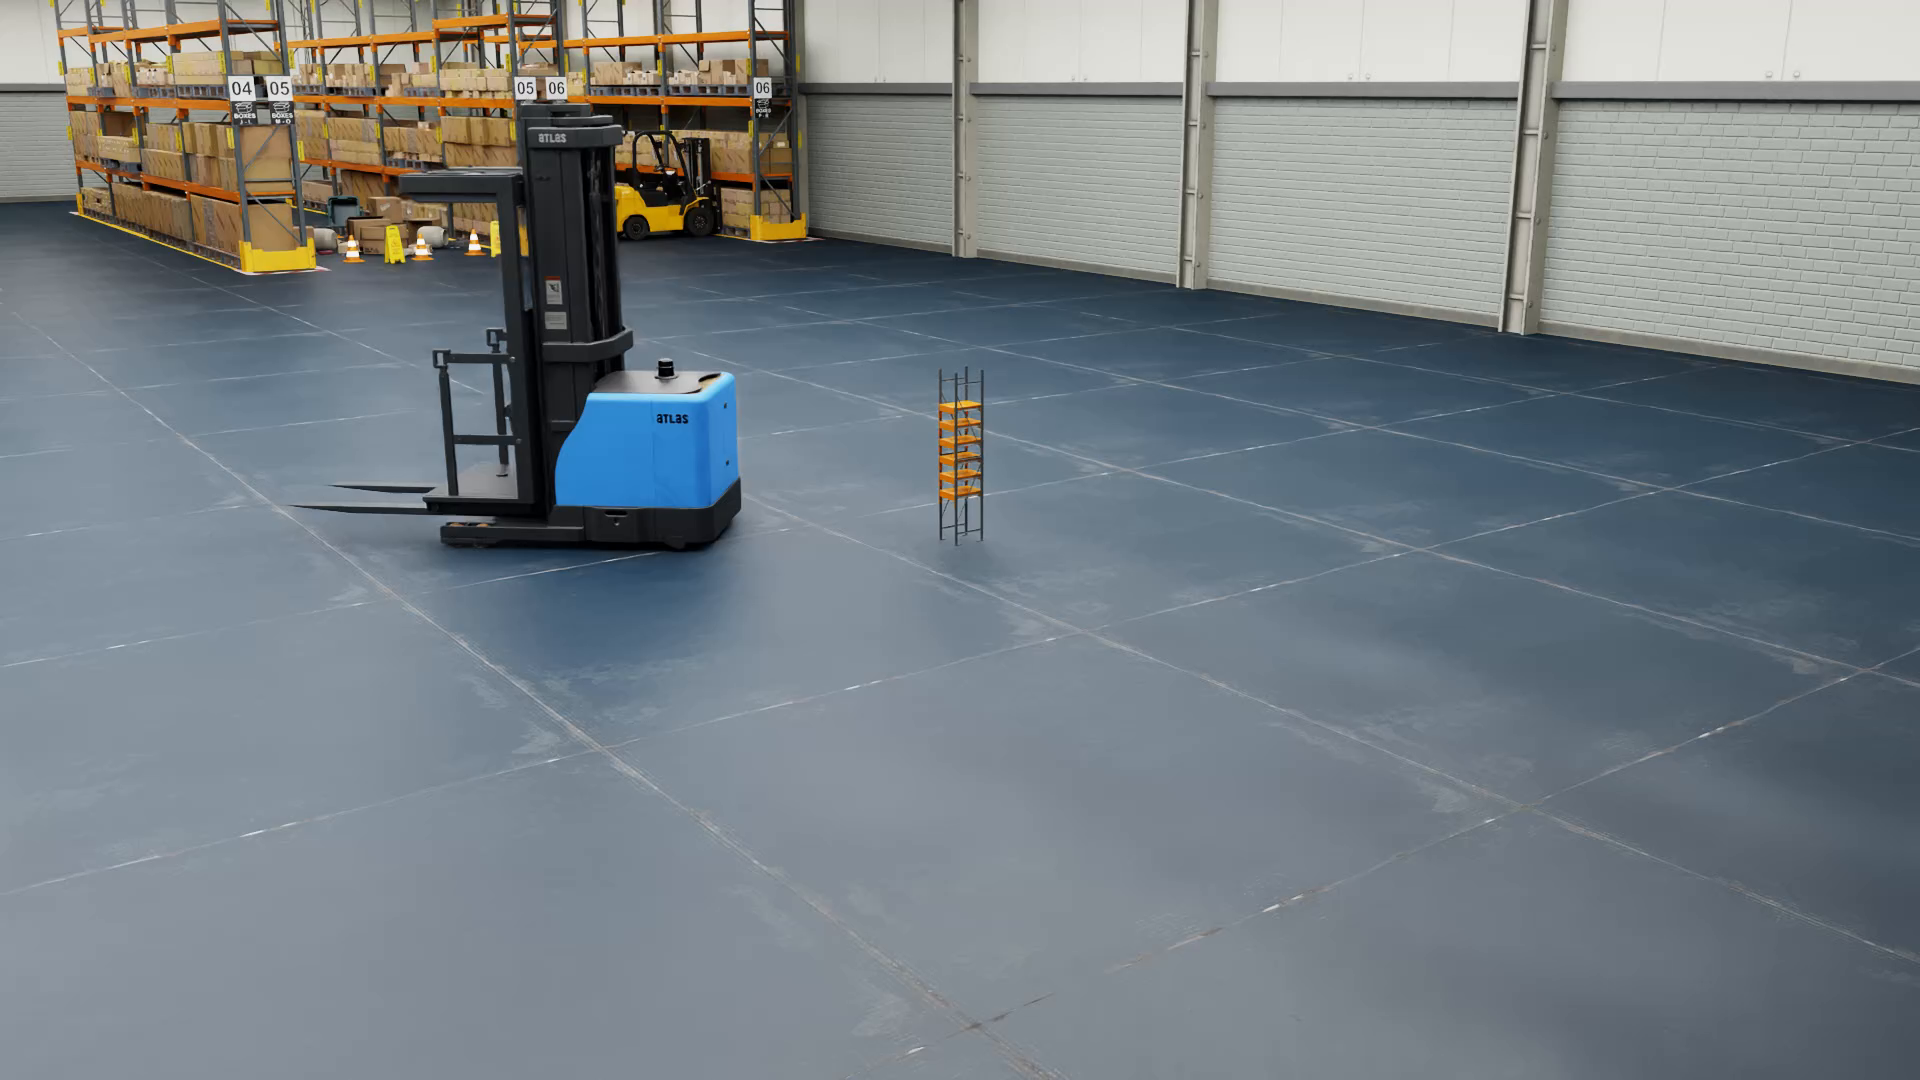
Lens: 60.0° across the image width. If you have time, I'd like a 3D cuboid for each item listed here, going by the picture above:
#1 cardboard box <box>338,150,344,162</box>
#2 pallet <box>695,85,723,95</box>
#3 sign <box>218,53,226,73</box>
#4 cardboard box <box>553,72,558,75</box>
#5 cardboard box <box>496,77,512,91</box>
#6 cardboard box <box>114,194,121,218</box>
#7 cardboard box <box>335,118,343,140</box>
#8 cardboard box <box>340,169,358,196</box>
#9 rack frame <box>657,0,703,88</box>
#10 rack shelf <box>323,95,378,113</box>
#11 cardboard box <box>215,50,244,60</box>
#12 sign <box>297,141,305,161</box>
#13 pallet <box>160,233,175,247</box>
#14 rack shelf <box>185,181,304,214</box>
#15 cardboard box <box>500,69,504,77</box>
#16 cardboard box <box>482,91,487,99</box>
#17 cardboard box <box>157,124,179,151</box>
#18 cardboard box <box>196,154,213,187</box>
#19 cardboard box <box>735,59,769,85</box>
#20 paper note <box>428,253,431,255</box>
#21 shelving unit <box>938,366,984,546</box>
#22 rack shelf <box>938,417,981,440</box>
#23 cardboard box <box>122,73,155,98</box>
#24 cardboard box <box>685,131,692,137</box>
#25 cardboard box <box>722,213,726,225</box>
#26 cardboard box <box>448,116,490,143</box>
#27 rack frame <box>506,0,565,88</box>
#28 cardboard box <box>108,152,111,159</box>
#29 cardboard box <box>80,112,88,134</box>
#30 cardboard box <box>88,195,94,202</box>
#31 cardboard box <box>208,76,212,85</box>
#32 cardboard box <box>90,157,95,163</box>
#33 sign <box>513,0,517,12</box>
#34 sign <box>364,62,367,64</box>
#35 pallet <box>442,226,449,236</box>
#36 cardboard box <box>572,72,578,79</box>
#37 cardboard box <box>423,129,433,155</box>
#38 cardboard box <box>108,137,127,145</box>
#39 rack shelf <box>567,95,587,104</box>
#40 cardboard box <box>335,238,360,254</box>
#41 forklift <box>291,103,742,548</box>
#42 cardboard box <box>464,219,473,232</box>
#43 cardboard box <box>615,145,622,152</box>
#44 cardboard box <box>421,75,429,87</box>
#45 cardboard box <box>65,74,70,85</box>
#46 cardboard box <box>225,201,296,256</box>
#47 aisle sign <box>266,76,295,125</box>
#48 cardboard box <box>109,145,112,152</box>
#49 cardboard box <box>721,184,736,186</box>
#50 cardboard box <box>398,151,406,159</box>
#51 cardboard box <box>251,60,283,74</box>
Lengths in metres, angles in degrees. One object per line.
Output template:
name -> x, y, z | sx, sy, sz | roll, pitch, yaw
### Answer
cardboard box -> -14.469, -9.139, 39.570 | 0.500, 0.250, 0.500 | -11, 19, -36
pallet -> -4.867, -9.485, 35.036 | 1.003, 0.211, 1.213 | -11, 19, -35
sign -> -12.155, -7.859, 27.398 | 0.100, 0.325, 0.005 | -11, 19, -35
cardboard box -> -10.033, -11.496, 41.143 | 0.380, 0.149, 0.250 | -11, 19, -34
cardboard box -> -8.282, -8.480, 30.914 | 0.500, 0.250, 0.500 | -11, 19, -35
cardboard box -> -18.544, -7.465, 37.107 | 0.500, 0.500, 0.500 | -10, 18, -32
cardboard box -> -14.471, -9.744, 39.413 | 0.500, 0.500, 0.500 | -11, 19, -35
cardboard box -> -14.390, -8.514, 40.232 | 0.875, 0.875, 0.875 | -10, 18, -33
rack frame -> -6.103, -11.413, 36.230 | 1.000, 3.000, 0.127 | -11, 19, -35
rack shelf -> -13.643, -10.129, 38.584 | 1.077, 0.370, 4.000 | -11, 19, -35
cardboard box -> -12.181, -8.085, 27.731 | 0.380, 0.149, 0.250 | -11, 19, -34
sign -> -11.256, -6.645, 28.383 | 0.100, 0.325, 0.005 | -11, 19, -35
pallet -> -15.296, -6.027, 33.198 | 1.003, 0.211, 1.213 | -11, 19, -35
rack shelf -> -12.884, -6.184, 29.853 | 1.077, 0.370, 4.000 | -11, 19, -35
cardboard box -> -8.322, -8.692, 30.935 | 0.380, 0.149, 0.250 | -10, 18, -34
cardboard box -> -8.930, -8.530, 31.855 | 0.380, 0.149, 0.250 | -11, 19, -36
cardboard box -> -15.554, -8.029, 33.145 | 0.700, 0.500, 0.500 | -11, 19, -35
cardboard box -> -13.269, -6.706, 30.113 | 0.875, 0.550, 0.550 | -11, 19, -35
cardboard box -> -4.208, -9.468, 33.631 | 0.500, 0.500, 0.500 | -10, 18, -33
paper note -> -9.929, -5.355, 31.084 | 0.142, 0.019, 0.148 | 10, 18, 33
shelving unit -> 0.009, -0.576, 11.406 | 0.258, 1.200, 0.189 | -11, 19, -35
rack shelf -> 0.009, -0.764, 11.355 | 0.258, 0.103, 0.180 | -11, 19, -35
cardboard box -> -16.953, -9.390, 34.331 | 0.500, 0.500, 0.500 | -11, 19, -35
cardboard box -> -5.703, -8.744, 35.861 | 0.380, 0.149, 0.250 | -10, 18, -33
cardboard box -> -4.854, -6.809, 35.185 | 0.500, 0.250, 0.500 | -11, 19, -34
cardboard box -> -9.749, -8.182, 33.143 | 0.700, 0.500, 0.500 | -11, 19, -34
rack frame -> -7.764, -9.788, 30.292 | 1.000, 3.000, 0.127 | -11, 19, -35
cardboard box -> -18.296, -8.372, 36.164 | 0.380, 0.149, 0.250 | -12, 19, -37
cardboard box -> -20.174, -9.728, 38.791 | 0.500, 0.500, 0.500 | -12, 19, -36
cardboard box -> -20.621, -8.163, 39.760 | 0.380, 0.149, 0.250 | -10, 18, -33
cardboard box -> -12.625, -7.862, 28.428 | 0.380, 0.149, 0.250 | -11, 19, -34
cardboard box -> -20.098, -8.893, 38.862 | 0.380, 0.149, 0.250 | -10, 18, -33
sign -> -11.256, -13.530, 42.045 | 0.100, 0.325, 0.005 | -11, 19, -35
sign -> -14.386, -11.391, 40.255 | 0.100, 0.325, 0.005 | -11, 19, -35
pallet -> -10.574, -6.569, 35.179 | 1.003, 0.211, 1.213 | -11, 19, -35
cardboard box -> -9.162, -11.233, 40.219 | 0.380, 0.149, 0.250 | -12, 19, -36
cardboard box -> -10.865, -8.311, 34.713 | 0.500, 0.500, 0.500 | -11, 19, -34
cardboard box -> -18.143, -8.604, 35.882 | 0.380, 0.149, 0.250 | -10, 18, -32
rack shelf -> -9.630, -10.901, 41.402 | 1.077, 0.370, 4.000 | -11, 19, -35
cardboard box -> -11.560, -5.559, 31.383 | 0.396, 0.266, 0.258 | -7, 17, -25
forklift -> -3.141, -1.495, 11.485 | 3.031, 2.935, 1.130 | 1, 15, 5
cardboard box -> -9.664, -6.345, 33.488 | 0.500, 0.250, 0.500 | -10, 18, -31
cardboard box -> -7.805, -9.188, 38.802 | 0.500, 0.250, 0.500 | -11, 19, -36
cardboard box -> -10.869, -9.537, 34.544 | 0.500, 0.250, 0.500 | -11, 19, -34
cardboard box -> -21.062, -11.000, 39.741 | 0.500, 0.250, 0.500 | -11, 18, -34
cardboard box -> -12.160, -5.417, 28.914 | 0.875, 0.875, 0.875 | -11, 19, -34
aisle sign -> -11.424, -7.390, 27.969 | 0.394, 0.787, 0.004 | -11, 19, -35
cardboard box -> -18.129, -8.457, 35.909 | 0.380, 0.149, 0.250 | -11, 19, -35
cardboard box -> -5.060, -7.587, 36.134 | 0.500, 0.250, 0.500 | -11, 19, -34
cardboard box -> -12.019, -8.393, 36.238 | 0.380, 0.149, 0.250 | -11, 19, -34
cardboard box -> -11.784, -8.016, 28.235 | 0.500, 0.250, 0.500 | -11, 19, -35
